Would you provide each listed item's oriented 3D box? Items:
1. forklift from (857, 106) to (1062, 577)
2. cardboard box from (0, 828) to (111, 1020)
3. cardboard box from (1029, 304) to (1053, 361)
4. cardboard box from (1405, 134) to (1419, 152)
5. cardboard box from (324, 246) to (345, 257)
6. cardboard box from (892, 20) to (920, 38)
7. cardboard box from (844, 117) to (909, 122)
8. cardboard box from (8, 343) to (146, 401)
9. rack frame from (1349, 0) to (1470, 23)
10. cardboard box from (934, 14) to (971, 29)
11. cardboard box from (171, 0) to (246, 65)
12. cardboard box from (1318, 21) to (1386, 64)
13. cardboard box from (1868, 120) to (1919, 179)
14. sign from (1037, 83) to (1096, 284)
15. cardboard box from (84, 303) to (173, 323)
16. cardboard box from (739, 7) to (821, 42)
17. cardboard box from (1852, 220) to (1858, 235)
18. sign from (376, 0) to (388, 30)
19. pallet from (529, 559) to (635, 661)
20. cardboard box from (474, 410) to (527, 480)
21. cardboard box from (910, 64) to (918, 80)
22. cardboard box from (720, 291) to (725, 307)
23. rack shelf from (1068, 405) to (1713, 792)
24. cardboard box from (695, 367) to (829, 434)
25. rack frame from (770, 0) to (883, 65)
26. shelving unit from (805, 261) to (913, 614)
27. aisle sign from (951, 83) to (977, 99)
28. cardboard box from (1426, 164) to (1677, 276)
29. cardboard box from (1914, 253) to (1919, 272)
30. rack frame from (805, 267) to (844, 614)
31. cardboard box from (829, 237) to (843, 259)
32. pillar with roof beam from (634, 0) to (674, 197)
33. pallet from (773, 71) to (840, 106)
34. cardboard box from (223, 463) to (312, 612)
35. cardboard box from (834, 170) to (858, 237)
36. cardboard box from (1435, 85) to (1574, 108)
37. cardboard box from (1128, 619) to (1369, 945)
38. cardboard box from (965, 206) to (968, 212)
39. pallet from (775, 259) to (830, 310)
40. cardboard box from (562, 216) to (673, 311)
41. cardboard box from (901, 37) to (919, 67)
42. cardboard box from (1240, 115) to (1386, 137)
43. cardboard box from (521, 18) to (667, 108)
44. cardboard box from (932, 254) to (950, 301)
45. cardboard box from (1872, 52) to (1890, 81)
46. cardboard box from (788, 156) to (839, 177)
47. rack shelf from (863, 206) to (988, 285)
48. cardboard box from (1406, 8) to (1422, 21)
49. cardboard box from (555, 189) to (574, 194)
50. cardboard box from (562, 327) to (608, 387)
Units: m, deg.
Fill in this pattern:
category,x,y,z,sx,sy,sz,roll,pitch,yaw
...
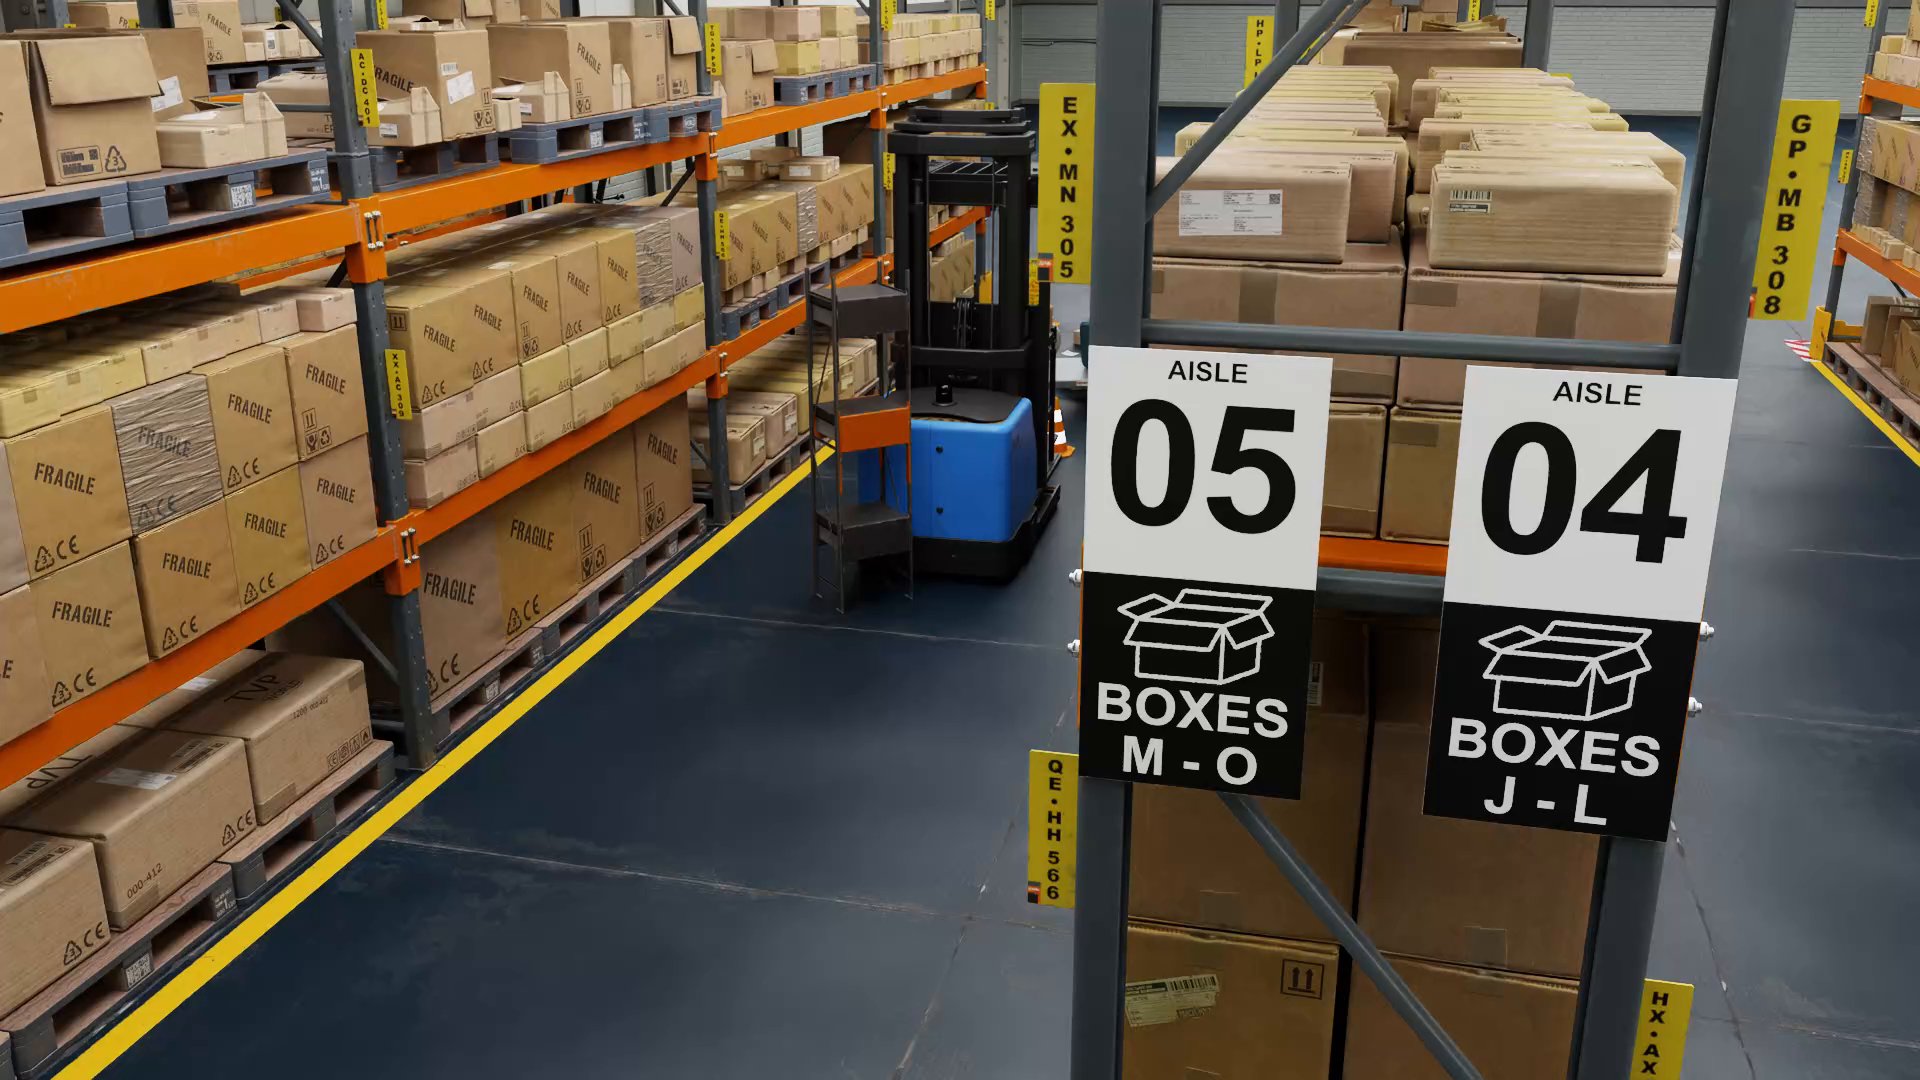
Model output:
category,x,y,z,sx,sy,sz,roll,pitch,yaw
forklift,0.135,-1.586,11.796,1.130,2.935,3.031,4,19,12
cardboard box,-3.832,1.451,6.114,0.875,0.438,0.875,5,20,15
cardboard box,0.553,-1.866,15.206,0.500,0.500,0.500,5,19,13
cardboard box,1.563,-1.050,4.938,0.500,0.250,0.500,5,20,16
cardboard box,-5.981,-2.805,15.491,0.500,0.250,0.500,5,19,13
cardboard box,-0.588,-4.819,15.669,0.380,0.149,0.250,5,19,13
cardboard box,-0.716,-3.762,15.900,0.700,0.500,0.500,5,19,14
cardboard box,-3.275,-0.624,6.170,0.380,0.149,0.250,4,19,12
rack frame,3.645,-5.302,13.287,1.000,3.000,0.127,5,19,13
cardboard box,-0.099,-5.546,17.799,0.380,0.149,0.250,5,19,14
cardboard box,-6.309,-4.199,13.739,0.500,0.500,0.500,5,20,15
cardboard box,2.175,-2.771,9.181,0.396,0.266,0.258,5,19,13
cardboard box,8.879,-3.647,15.563,0.500,0.500,0.500,5,19,13
sign,0.180,-0.590,2.764,0.100,0.325,0.005,5,19,13
cardboard box,-3.532,-0.898,6.972,0.380,0.149,0.250,4,19,13
cardboard box,-1.426,-4.092,13.196,0.500,0.250,0.500,5,19,14
cardboard box,9.106,-3.104,16.522,0.380,0.149,0.250,5,19,13
sign,-5.466,-4.986,15.717,0.100,0.325,0.005,5,19,13
pallet,-2.723,0.374,10.267,1.003,0.211,1.213,5,19,13
cardboard box,-2.646,-0.523,8.809,0.500,0.250,0.500,4,19,12
cardboard box,-0.619,-4.523,16.037,0.380,0.149,0.250,4,19,12
cardboard box,-1.898,-1.735,11.866,0.380,0.149,0.250,4,19,10
rack shelf,1.201,-0.407,4.712,1.077,0.370,4.000,5,19,13
cardboard box,-1.646,-1.169,13.884,0.950,0.372,0.625,5,20,15
rack frame,-1.180,-5.661,14.339,1.000,3.000,0.127,5,19,13
shelving unit,-0.616,-0.627,10.276,0.503,2.100,0.431,-10,21,-28
aisle sign,0.094,-5.302,18.549,0.394,0.787,0.004,5,19,13
cardboard box,1.013,-0.559,2.884,0.380,0.149,0.250,4,19,13
cardboard box,8.551,-2.399,14.459,0.380,0.149,0.250,5,19,13
rack frame,-0.828,-0.588,10.162,0.015,2.100,0.400,-10,21,-28
cardboard box,-1.206,-2.474,14.028,0.380,0.149,0.250,5,19,14
pillar with roof beam,-0.420,-8.699,23.233,9.100,9.000,0.400,5,19,13
pallet,-1.685,-3.642,13.360,1.213,0.211,1.003,5,19,13
cardboard box,-3.120,-0.034,6.993,0.500,0.500,0.500,4,19,12
cardboard box,-1.190,-2.890,14.244,0.500,0.500,0.500,5,19,14
cardboard box,1.632,-1.282,5.001,0.380,0.149,0.250,4,19,11
cardboard box,0.583,0.474,3.497,0.500,0.500,0.500,4,19,12
cardboard box,-0.124,-3.656,18.139,0.380,0.149,0.250,4,19,12
pallet,-1.713,-2.101,13.495,1.003,0.211,1.213,5,19,13
cardboard box,-2.147,-1.744,10.452,0.500,0.500,0.500,5,19,14
cardboard box,-0.690,-4.590,15.616,0.500,0.250,0.500,4,19,13
cardboard box,0.806,-0.919,3.938,0.380,0.149,0.250,4,19,12
cardboard box,-2.215,-2.908,10.117,0.700,0.500,0.500,4,19,11
cardboard box,-0.400,-2.735,17.498,0.500,0.500,0.500,4,19,12
cardboard box,9.039,-4.511,15.845,0.500,0.250,0.500,5,20,15
cardboard box,-1.230,-3.136,13.960,0.380,0.149,0.250,4,19,12
rack shelf,-0.691,-3.108,17.260,1.077,0.370,4.000,5,19,13
cardboard box,4.403,-4.804,15.439,0.500,0.250,0.500,5,19,14
cardboard box,-4.882,-4.339,19.595,0.500,0.500,0.500,4,19,12
cardboard box,-2.383,-1.076,9.656,0.500,0.250,0.500,4,19,12
